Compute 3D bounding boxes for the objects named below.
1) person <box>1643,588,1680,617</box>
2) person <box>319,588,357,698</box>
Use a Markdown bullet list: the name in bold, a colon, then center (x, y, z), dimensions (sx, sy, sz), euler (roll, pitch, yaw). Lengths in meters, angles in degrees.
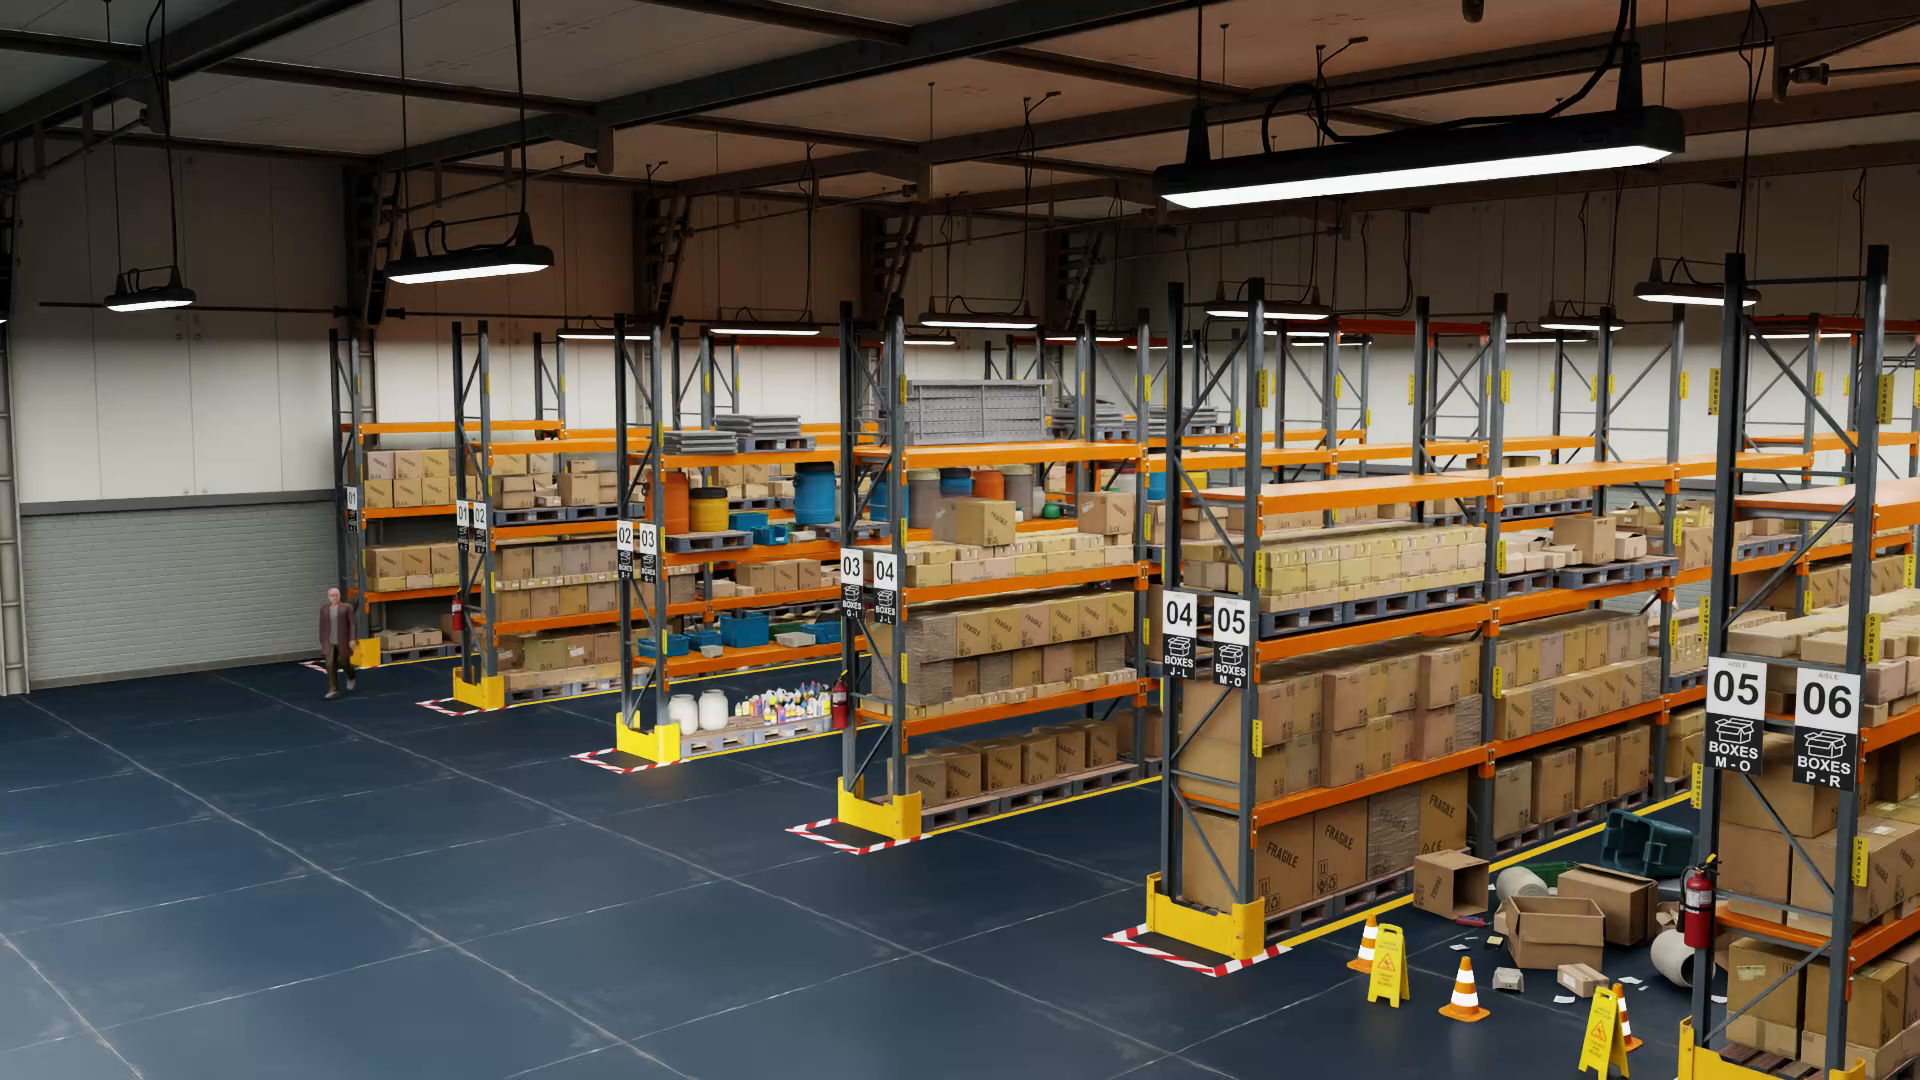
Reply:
- **person**: center (12.100, 1.533, 28.724), dimensions (0.633, 1.612, 0.546), euler (5, 7, 40)
- **person**: center (-9.994, 1.630, 26.767), dimensions (0.596, 1.753, 0.862), euler (0, 6, 0)
